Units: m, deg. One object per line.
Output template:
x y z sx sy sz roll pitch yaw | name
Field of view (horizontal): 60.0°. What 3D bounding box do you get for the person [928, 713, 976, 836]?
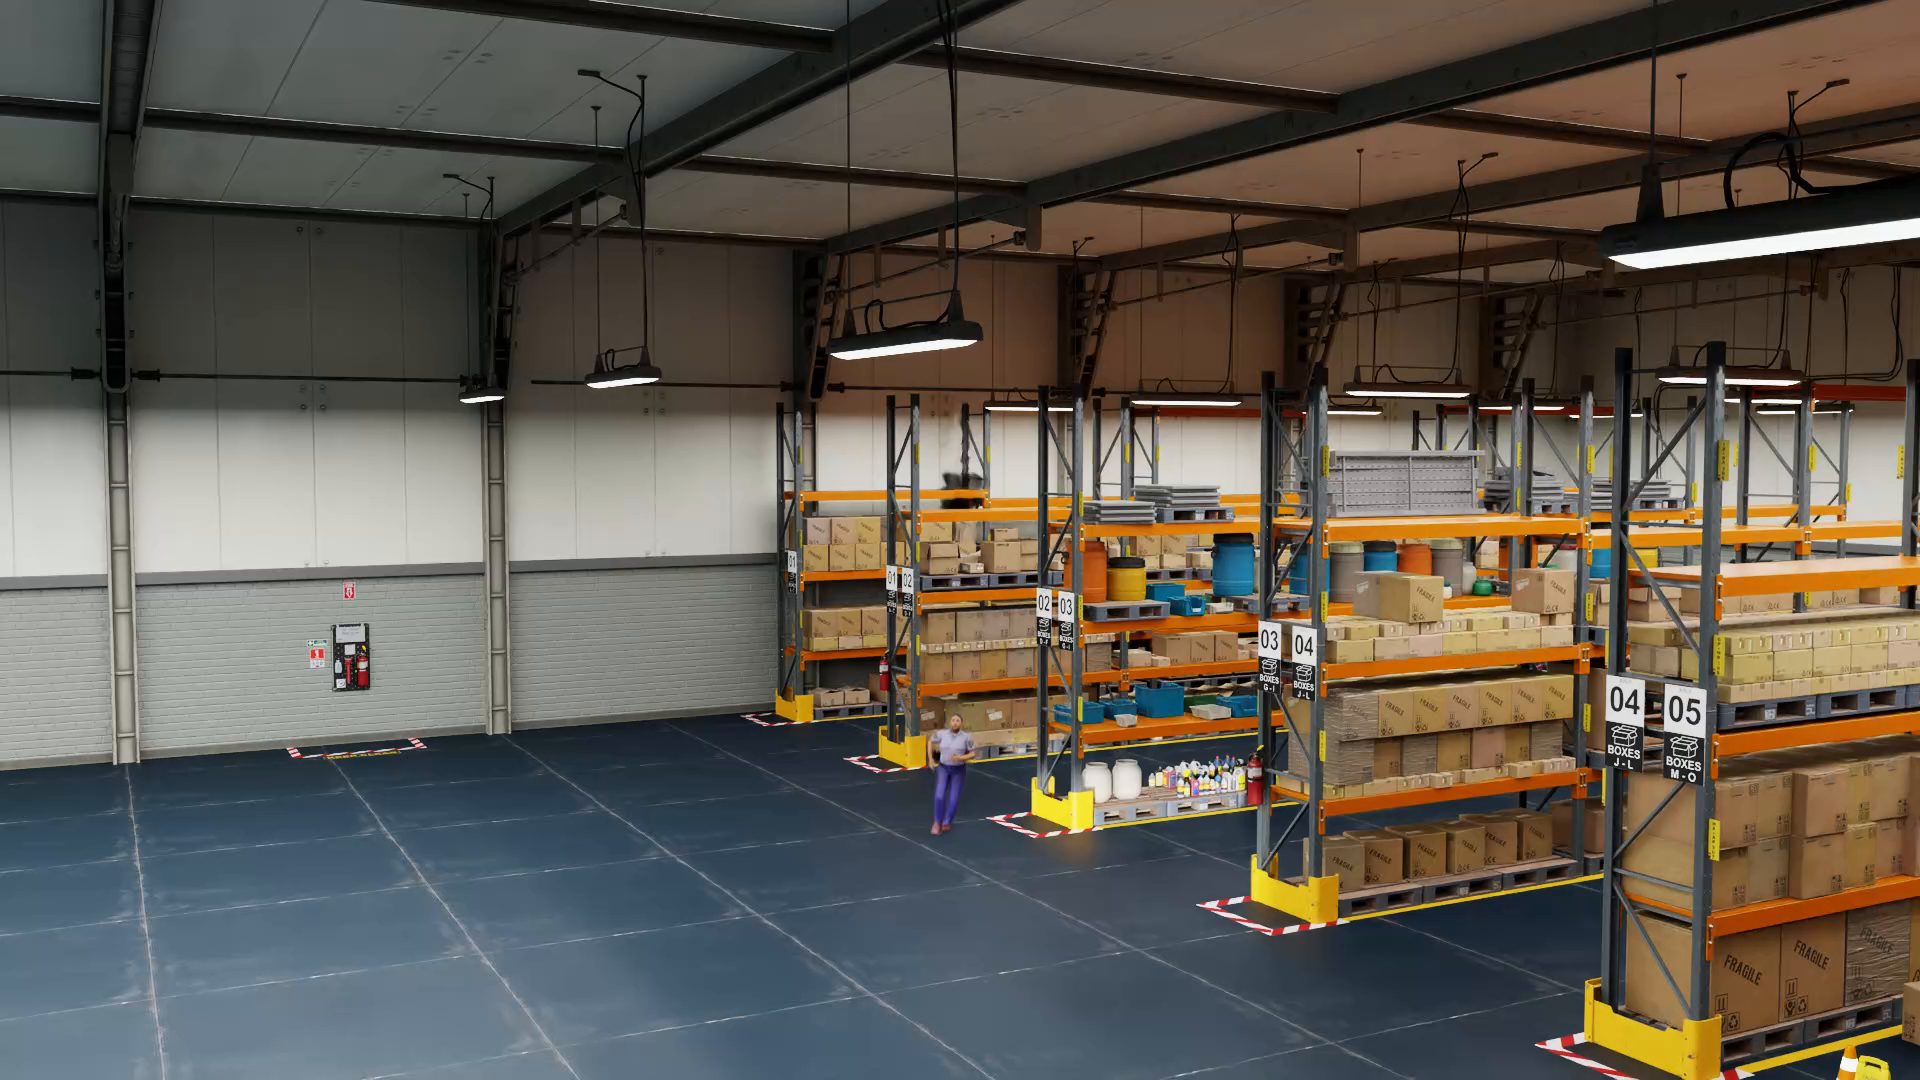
-0.103 3.115 22.113 0.618 1.641 0.613 0 3 -3 | person
